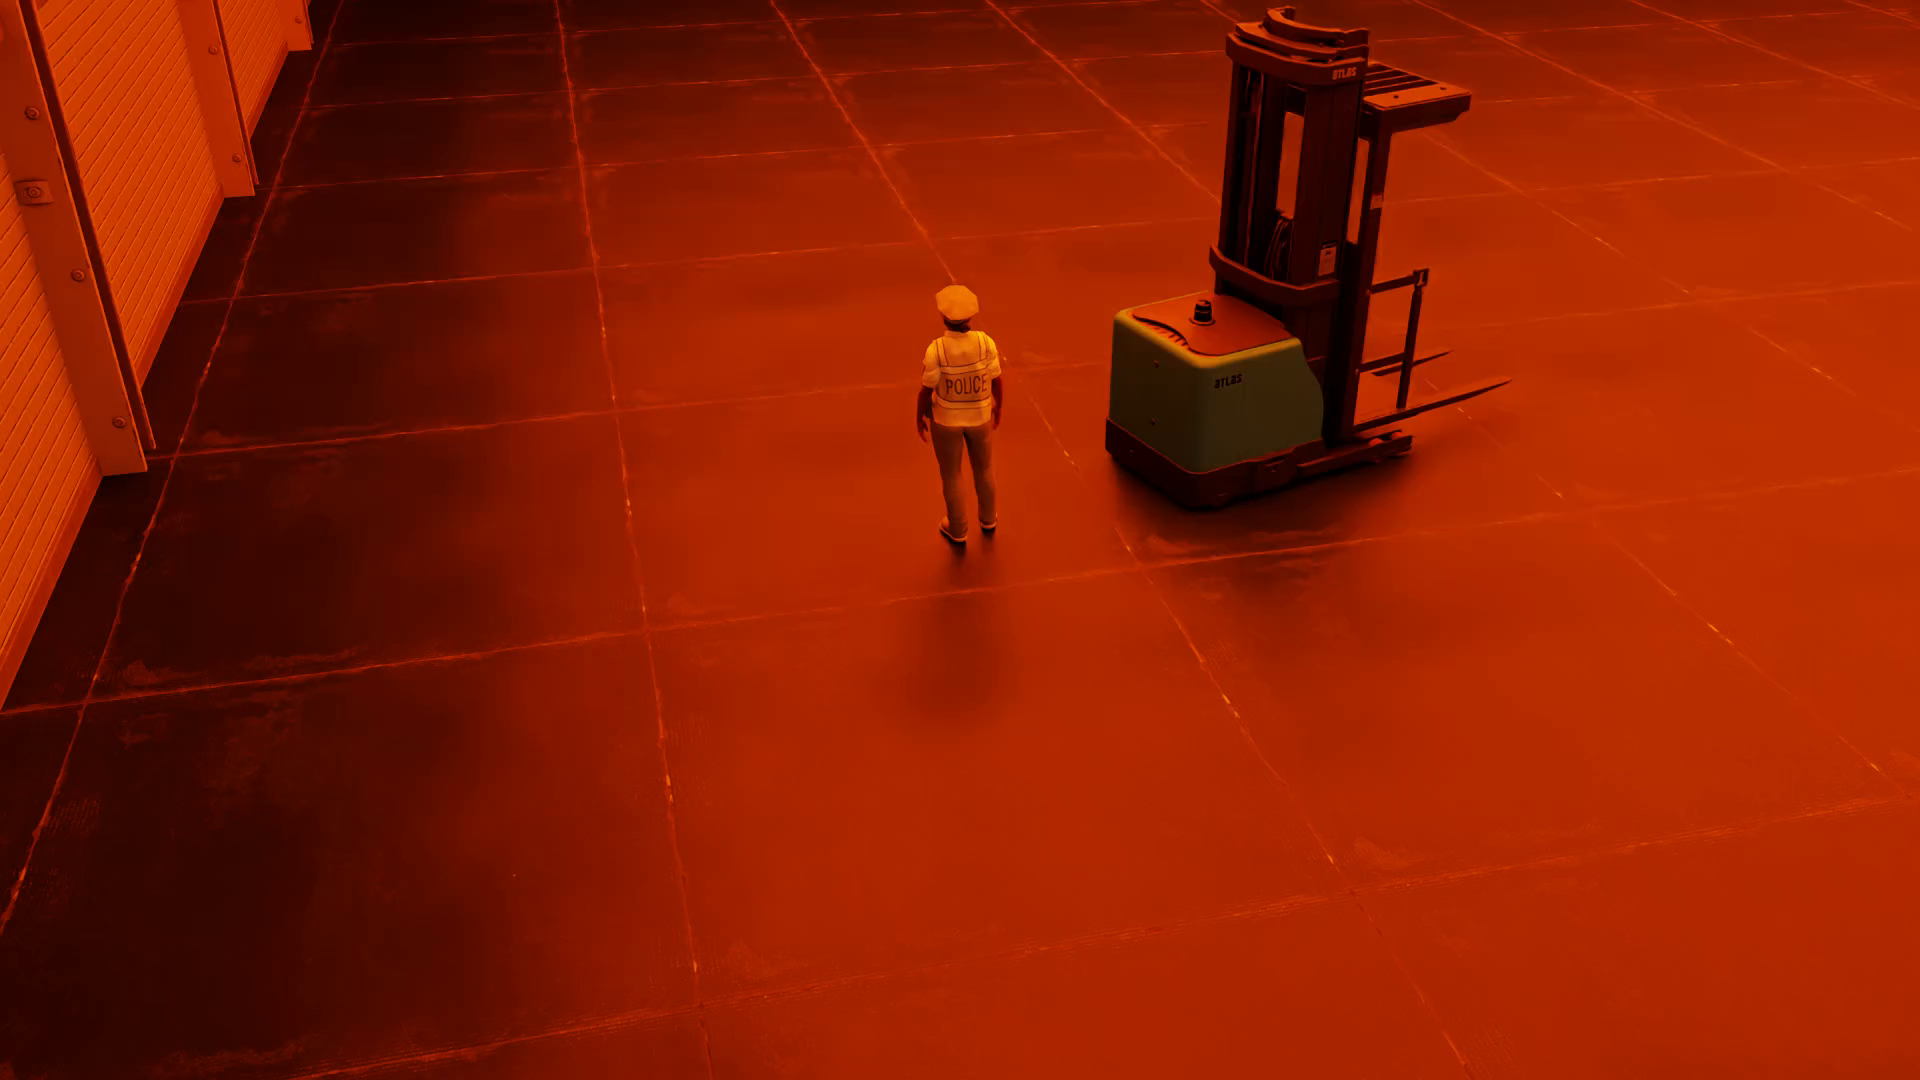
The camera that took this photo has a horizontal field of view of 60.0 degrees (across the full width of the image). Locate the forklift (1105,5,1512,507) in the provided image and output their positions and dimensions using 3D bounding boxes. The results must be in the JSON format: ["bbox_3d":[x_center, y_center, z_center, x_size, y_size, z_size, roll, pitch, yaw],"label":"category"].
[{"bbox_3d":[2.532,-2.009,11.045,3.031,2.935,1.130,-16,34,-26],"label":"forklift"}]

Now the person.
[{"bbox_3d":[0.001,-0.778,10.139,0.570,1.694,0.528,-7,31,-12],"label":"person"}]
